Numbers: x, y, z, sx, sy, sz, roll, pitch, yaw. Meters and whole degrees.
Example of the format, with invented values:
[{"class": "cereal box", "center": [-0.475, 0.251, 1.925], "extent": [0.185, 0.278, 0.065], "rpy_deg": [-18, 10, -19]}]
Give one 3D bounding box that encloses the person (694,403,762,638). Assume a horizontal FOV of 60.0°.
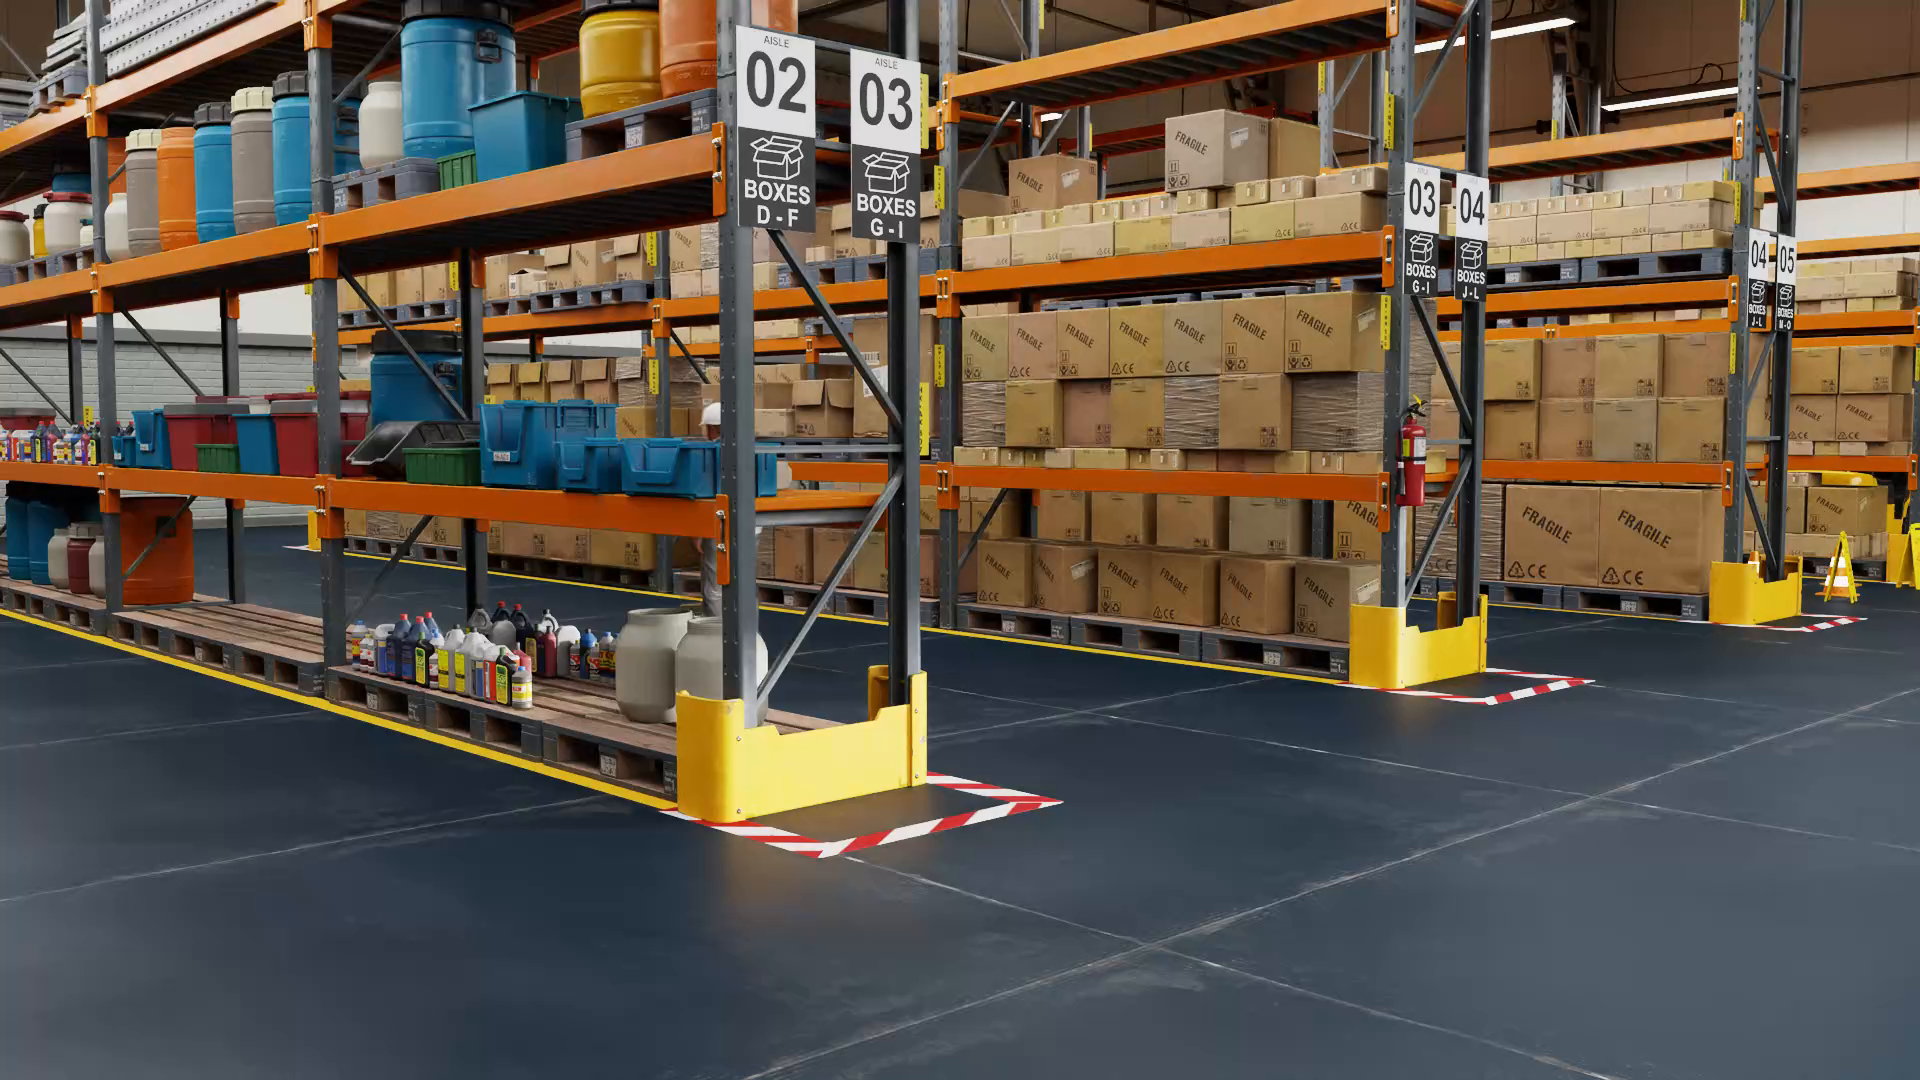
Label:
[{"class": "person", "center": [-1.626, -0.070, 11.627], "extent": [0.475, 1.769, 0.579], "rpy_deg": [4, 5, 43]}]
